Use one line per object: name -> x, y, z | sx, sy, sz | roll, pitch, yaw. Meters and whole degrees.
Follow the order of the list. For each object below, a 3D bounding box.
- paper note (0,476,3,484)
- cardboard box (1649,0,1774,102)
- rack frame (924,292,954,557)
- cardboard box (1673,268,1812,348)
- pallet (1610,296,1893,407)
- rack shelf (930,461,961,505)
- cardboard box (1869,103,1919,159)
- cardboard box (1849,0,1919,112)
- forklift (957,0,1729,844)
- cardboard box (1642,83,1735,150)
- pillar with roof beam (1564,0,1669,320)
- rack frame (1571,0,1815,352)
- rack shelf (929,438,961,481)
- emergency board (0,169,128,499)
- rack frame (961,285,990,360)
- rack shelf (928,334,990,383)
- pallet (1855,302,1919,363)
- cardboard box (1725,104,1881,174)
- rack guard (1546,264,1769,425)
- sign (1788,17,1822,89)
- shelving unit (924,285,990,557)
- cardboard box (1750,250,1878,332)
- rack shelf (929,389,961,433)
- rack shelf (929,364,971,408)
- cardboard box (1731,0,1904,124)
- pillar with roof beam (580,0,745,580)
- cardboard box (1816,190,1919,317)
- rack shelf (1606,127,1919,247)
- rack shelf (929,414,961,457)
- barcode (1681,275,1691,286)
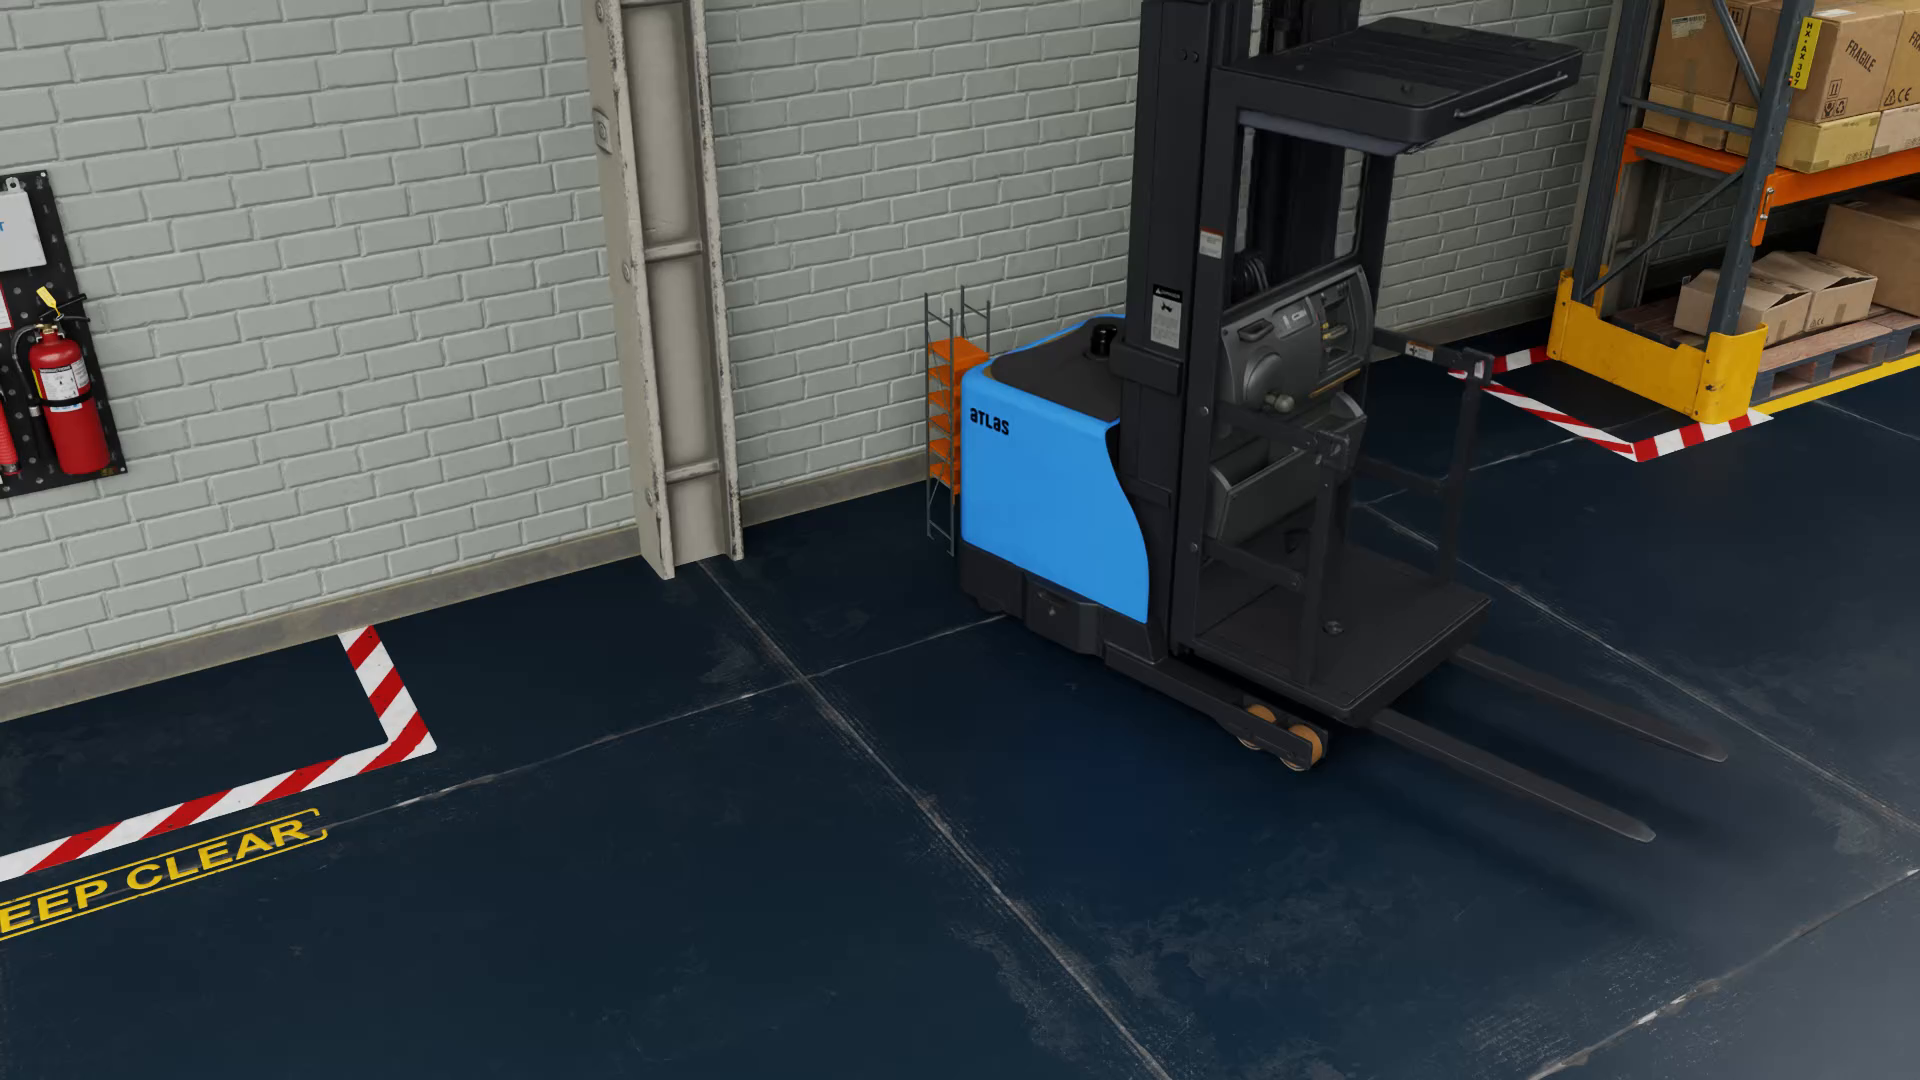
paper note -> -3.568, -0.258, 6.024 | 0.142, 0.148, 0.016 | -16, 33, -26
cardboard box -> 4.076, -2.659, 8.823 | 0.500, 0.500, 0.500 | -16, 33, -27
rack frame -> -0.091, -0.499, 7.413 | 0.006, 1.200, 0.240 | -16, 33, -26
cardboard box -> 4.419, -1.331, 9.385 | 0.500, 0.311, 0.500 | -20, 35, -32
pallet -> 4.561, -1.166, 9.644 | 1.213, 0.211, 1.003 | -16, 33, -26
rack shelf -> -0.012, -0.273, 7.591 | 0.180, 0.103, 0.258 | -16, 33, -26
cardboard box -> 4.799, -2.247, 8.852 | 0.500, 0.250, 0.500 | -17, 33, -28
cardboard box -> 4.772, -2.564, 8.650 | 0.500, 0.500, 0.500 | -16, 33, -26
forklift -> 1.403, -0.710, 6.003 | 3.031, 2.935, 1.130 | 25, 37, 37
cardboard box -> 4.082, -2.322, 8.988 | 0.500, 0.250, 0.500 | -15, 32, -26
pillar with roof beam -> 6.123, -3.549, 4.867 | 0.400, 9.000, 9.100 | -16, 33, -26
rack frame -> 3.777, -2.184, 8.603 | 0.127, 3.000, 1.000 | -16, 33, -26
rack shelf -> -0.012, -0.378, 7.533 | 0.180, 0.103, 0.258 | -16, 33, -26
emergency board -> -3.381, -0.658, 5.838 | 0.643, 1.169, 0.194 | -16, 33, -26
rack frame -> 0.066, -0.544, 7.494 | 0.006, 1.200, 0.240 | -16, 33, -26
rack shelf -> -0.012, -0.798, 7.301 | 0.180, 0.103, 0.258 | -16, 33, -26
pallet -> 5.611, -1.463, 10.182 | 1.213, 0.211, 1.003 | -16, 33, -26
cardboard box -> 4.358, -2.114, 8.611 | 0.500, 0.250, 0.500 | -17, 33, -28
rack guard -> 3.842, -1.108, 9.241 | 0.348, 0.500, 1.175 | -16, 33, -26
sign -> 4.052, -2.337, 7.984 | 0.005, 0.325, 0.100 | -16, 33, -26
shelving unit -> -0.012, -0.522, 7.454 | 0.189, 1.200, 0.258 | -16, 33, -26
cardboard box -> 4.910, -1.471, 9.638 | 0.500, 0.311, 0.500 | -13, 31, -22
rack shelf -> -0.012, -0.588, 7.417 | 0.180, 0.103, 0.258 | -16, 33, -26
rack shelf -> -0.012, -0.693, 7.359 | 0.180, 0.103, 0.258 | -16, 33, -26
cardboard box -> 4.341, -2.447, 8.438 | 0.500, 0.500, 0.500 | -16, 33, -26
pillar with roof beam -> 0.950, -2.080, 2.206 | 0.400, 9.000, 9.100 | -16, 33, -26
cardboard box -> 5.568, -1.712, 9.880 | 0.500, 0.500, 0.700 | -18, 34, -29
rack shelf -> 5.501, -2.359, 9.664 | 4.000, 0.370, 1.077 | -16, 33, -26
rack shelf -> -0.012, -0.483, 7.475 | 0.180, 0.103, 0.258 | -16, 33, -26
barcode -> 4.232, -1.506, 9.693 | 0.075, 0.075, 0.001 | -16, 33, -26
